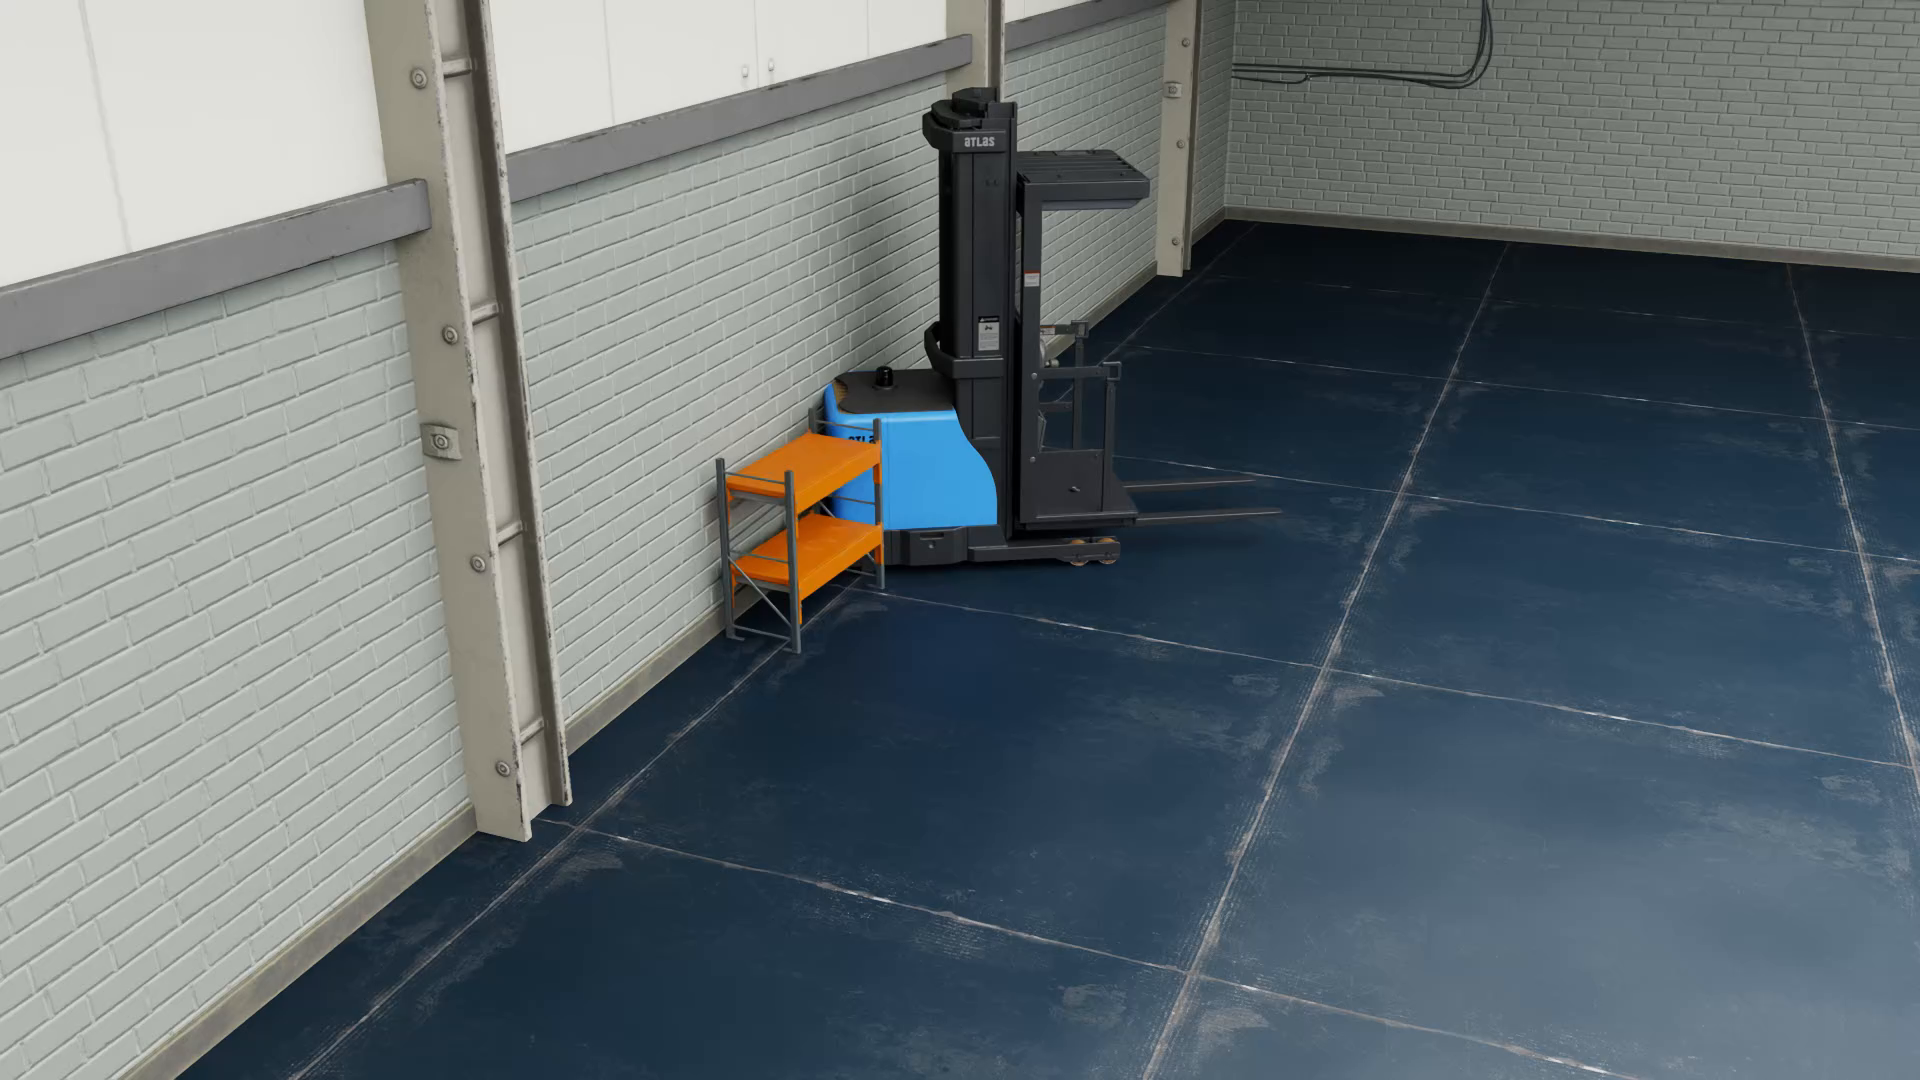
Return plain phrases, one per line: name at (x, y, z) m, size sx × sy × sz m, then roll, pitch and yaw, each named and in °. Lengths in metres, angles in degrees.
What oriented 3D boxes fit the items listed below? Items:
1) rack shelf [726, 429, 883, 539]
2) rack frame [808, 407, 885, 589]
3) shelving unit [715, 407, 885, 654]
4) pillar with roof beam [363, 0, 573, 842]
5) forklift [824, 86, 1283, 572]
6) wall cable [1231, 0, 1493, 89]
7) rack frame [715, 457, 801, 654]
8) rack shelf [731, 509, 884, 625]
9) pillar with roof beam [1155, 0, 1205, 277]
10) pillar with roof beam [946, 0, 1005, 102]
rack shelf at (-0.932, -0.349, 9.867) m, size 0.538 × 0.278 × 1.000 m, roll 11°, pitch 25°, yaw 24°
rack frame at (-0.708, -0.255, 10.400) m, size 0.500 × 1.125 × 0.032 m, roll 11°, pitch 25°, yaw 24°
shelving unit at (-0.932, -0.079, 9.980) m, size 0.538 × 1.125 × 1.048 m, roll 11°, pitch 25°, yaw 24°
pillar with roof beam at (1.879, -2.204, 4.852) m, size 9.100 × 9.000 × 0.400 m, roll 9°, pitch 24°, yaw 20°
forklift at (0.617, -1.384, 10.762) m, size 3.031 × 2.935 × 1.130 m, roll -3°, pitch 23°, yaw -7°
wall cable at (4.661, -6.547, 19.277) m, size 3.097 × 2.526 × 0.112 m, roll 9°, pitch 24°, yaw 20°
rack frame at (-1.157, 0.097, 9.559) m, size 0.500 × 1.125 × 0.032 m, roll 11°, pitch 25°, yaw 24°
rack shelf at (-0.932, 0.147, 10.074) m, size 0.538 × 0.278 × 1.000 m, roll 11°, pitch 25°, yaw 24°
pillar with roof beam at (6.336, -6.499, 15.132) m, size 9.100 × 9.000 × 0.400 m, roll 9°, pitch 24°, yaw 20°
pillar with roof beam at (4.108, -4.351, 9.992) m, size 9.100 × 9.000 × 0.400 m, roll 9°, pitch 24°, yaw 20°
